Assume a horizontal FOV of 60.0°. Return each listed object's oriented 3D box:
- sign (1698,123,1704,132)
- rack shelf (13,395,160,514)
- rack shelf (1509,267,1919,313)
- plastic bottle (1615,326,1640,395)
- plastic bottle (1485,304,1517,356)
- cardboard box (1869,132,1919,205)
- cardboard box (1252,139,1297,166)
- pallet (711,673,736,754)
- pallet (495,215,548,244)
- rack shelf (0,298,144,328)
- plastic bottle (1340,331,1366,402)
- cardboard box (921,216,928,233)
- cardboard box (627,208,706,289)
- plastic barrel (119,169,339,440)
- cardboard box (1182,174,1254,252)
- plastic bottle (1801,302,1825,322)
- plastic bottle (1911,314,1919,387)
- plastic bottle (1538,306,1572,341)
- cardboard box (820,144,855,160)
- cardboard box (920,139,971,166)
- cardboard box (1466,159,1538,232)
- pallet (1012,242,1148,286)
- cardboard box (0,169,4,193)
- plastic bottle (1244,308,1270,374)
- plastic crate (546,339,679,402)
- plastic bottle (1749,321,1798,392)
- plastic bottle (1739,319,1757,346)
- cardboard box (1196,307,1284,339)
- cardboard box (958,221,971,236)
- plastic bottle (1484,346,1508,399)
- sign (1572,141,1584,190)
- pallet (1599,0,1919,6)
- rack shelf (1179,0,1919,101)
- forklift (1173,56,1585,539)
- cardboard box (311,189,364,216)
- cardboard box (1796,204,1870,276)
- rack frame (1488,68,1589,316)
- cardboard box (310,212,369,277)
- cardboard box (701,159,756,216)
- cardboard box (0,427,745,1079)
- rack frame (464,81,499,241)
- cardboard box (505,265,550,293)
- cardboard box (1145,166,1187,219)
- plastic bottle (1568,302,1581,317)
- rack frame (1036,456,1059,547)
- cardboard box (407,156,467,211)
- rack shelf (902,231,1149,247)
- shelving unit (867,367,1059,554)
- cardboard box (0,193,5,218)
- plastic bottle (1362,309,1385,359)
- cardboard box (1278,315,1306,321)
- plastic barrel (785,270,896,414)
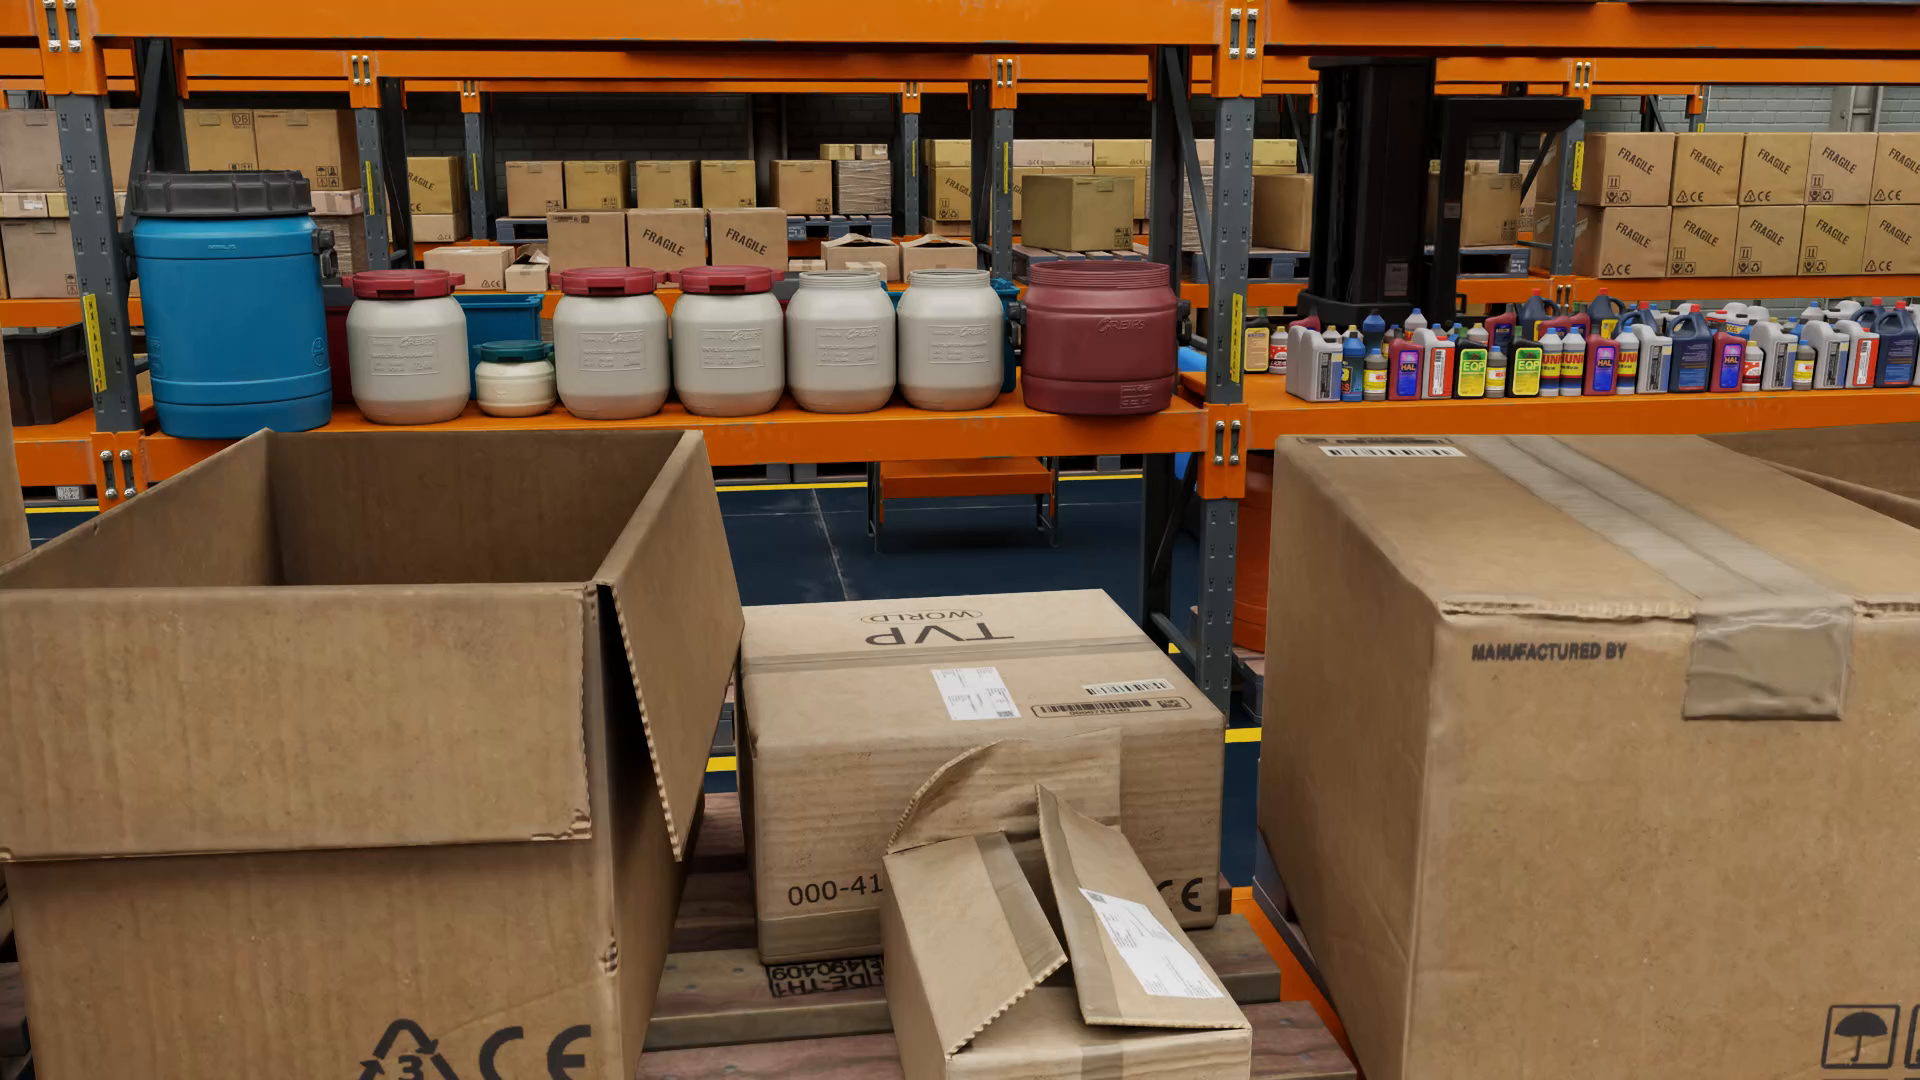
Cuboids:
[{"bbox_3d":[7.449,-4.029,16.754,0.005,0.325,0.100,-2,14,-8],"label":"sign"},{"bbox_3d":[-4.986,-0.244,6.008,4.000,0.370,1.077,-2,14,-8],"label":"rack shelf"},{"bbox_3d":[6.146,-1.871,12.494,4.000,0.370,1.077,-2,14,-8],"label":"rack shelf"},{"bbox_3d":[2.684,-0.726,6.713,0.097,0.271,0.097,0,14,0],"label":"plastic bottle"},{"bbox_3d":[2.414,-0.913,7.435,0.133,0.283,0.061,-2,14,-8],"label":"plastic bottle"},{"bbox_3d":[6.713,-2.705,12.080,0.500,0.500,0.500,-2,14,-7],"label":"cardboard box"},{"bbox_3d":[3.003,-3.826,16.413,0.500,0.250,0.500,-2,14,-7],"label":"cardboard box"},{"bbox_3d":[-1.028,0.604,6.879,1.213,0.211,1.003,-2,14,-8],"label":"pallet"},{"bbox_3d":[-3.707,-2.948,15.706,1.213,0.211,1.003,-2,14,-8],"label":"pallet"},{"bbox_3d":[-5.720,-1.436,10.760,4.000,0.370,1.077,-2,14,-8],"label":"rack shelf"},{"bbox_3d":[1.542,-0.684,6.546,0.097,0.271,0.097,0,14,0],"label":"plastic bottle"},{"bbox_3d":[-0.245,-3.155,16.611,0.250,0.149,0.380,-2,14,-7],"label":"cardboard box"},{"bbox_3d":[-1.964,-1.967,11.193,0.500,0.500,0.500,-2,14,-8],"label":"cardboard box"},{"bbox_3d":[-2.581,-0.850,5.914,0.708,0.901,0.600,-2,14,-8],"label":"plastic barrel"},{"bbox_3d":[1.752,-2.292,11.624,0.500,0.500,0.700,1,14,2],"label":"cardboard box"},{"bbox_3d":[3.908,-0.957,7.637,0.097,0.271,0.097,0,14,0],"label":"plastic bottle"},{"bbox_3d":[4.042,-0.820,6.925,0.185,0.351,0.144,-2,14,-8],"label":"plastic bottle"},{"bbox_3d":[2.618,-0.885,7.323,0.133,0.283,0.061,-2,14,-8],"label":"plastic bottle"},{"bbox_3d":[-1.181,-3.735,16.006,0.250,0.149,0.380,-5,15,-18],"label":"cardboard box"},{"bbox_3d":[-0.119,-3.839,16.462,0.500,0.250,0.500,-2,14,-7],"label":"cardboard box"},{"bbox_3d":[5.406,-3.554,17.109,0.700,0.700,0.980,-3,14,-11],"label":"cardboard box"},{"bbox_3d":[0.873,-1.951,11.728,1.003,0.211,1.213,-2,14,-8],"label":"pallet"},{"bbox_3d":[-6.164,-2.445,10.431,0.500,0.500,0.700,-2,14,-8],"label":"cardboard box"},{"bbox_3d":[1.284,-0.871,7.270,0.133,0.283,0.061,-2,14,-8],"label":"plastic bottle"},{"bbox_3d":[-1.328,-0.694,6.758,0.662,0.188,0.450,-2,14,-8],"label":"plastic crate"},{"bbox_3d":[3.339,-0.759,6.835,0.135,0.276,0.152,-2,14,-8],"label":"plastic bottle"},{"bbox_3d":[3.302,-0.786,6.953,0.097,0.271,0.097,0,14,0],"label":"plastic bottle"},{"bbox_3d":[2.803,-2.445,16.860,0.750,0.750,0.750,-2,14,-8],"label":"cardboard box"},{"bbox_3d":[0.082,-3.045,16.172,0.250,0.149,0.380,-2,14,-8],"label":"cardboard box"},{"bbox_3d":[2.131,-0.671,6.641,0.097,0.201,0.097,0,14,0],"label":"plastic bottle"},{"bbox_3d":[4.255,-2.575,11.445,0.005,0.325,0.100,-2,14,-8],"label":"sign"},{"bbox_3d":[3.021,-2.225,6.650,1.213,0.211,1.003,-2,14,-8],"label":"pallet"},{"bbox_3d":[2.925,-1.989,6.799,4.000,0.370,1.077,-2,14,-8],"label":"rack shelf"},{"bbox_3d":[2.824,-1.475,9.579,3.031,2.935,1.130,-2,14,-7],"label":"forklift"},{"bbox_3d":[-3.979,-2.159,10.625,0.250,0.149,0.380,-2,14,-8],"label":"cardboard box"},{"bbox_3d":[6.217,-2.204,12.140,0.500,0.500,0.500,-2,14,-9],"label":"cardboard box"},{"bbox_3d":[4.168,-2.147,12.117,0.127,3.000,1.000,-2,14,-8],"label":"rack frame"},{"bbox_3d":[-4.180,-1.888,10.879,0.500,0.500,0.700,-2,14,-10],"label":"cardboard box"},{"bbox_3d":[-2.221,-3.386,15.945,0.500,0.500,0.700,-2,14,-8],"label":"cardboard box"},{"bbox_3d":[-0.570,0.187,1.735,0.637,0.503,0.797,-1,14,-3],"label":"cardboard box"},{"bbox_3d":[-4.484,-3.049,15.712,0.127,3.000,1.000,-2,14,-8],"label":"rack frame"},{"bbox_3d":[-2.836,-1.718,10.924,0.250,0.149,0.380,-2,14,-8],"label":"cardboard box"},{"bbox_3d":[2.007,-3.427,16.361,0.500,0.500,0.500,-2,14,-8],"label":"cardboard box"},{"bbox_3d":[2.729,-0.924,7.481,0.133,0.283,0.061,-2,14,-8],"label":"plastic bottle"},{"bbox_3d":[0.509,-0.564,9.659,0.032,1.125,0.500,-2,14,-8],"label":"rack frame"},{"bbox_3d":[-4.980,-3.383,15.769,0.500,0.500,0.500,-2,14,-10],"label":"cardboard box"},{"bbox_3d":[1.449,-2.917,16.667,4.000,0.370,1.077,-2,14,-8],"label":"rack shelf"},{"bbox_3d":[0.007,-0.546,9.586,1.048,1.125,0.538,-2,14,-8],"label":"shelving unit"},{"bbox_3d":[-6.004,-2.085,10.330,0.250,0.149,0.380,-2,14,-9],"label":"cardboard box"},{"bbox_3d":[1.821,-0.881,7.332,0.097,0.271,0.097,0,14,0],"label":"plastic bottle"},{"bbox_3d":[2.665,-1.517,12.296,0.500,0.250,0.500,-2,14,-8],"label":"cardboard box"},{"bbox_3d":[-0.455,-0.761,6.360,0.421,0.512,0.421,0,14,0],"label":"plastic barrel"}]
